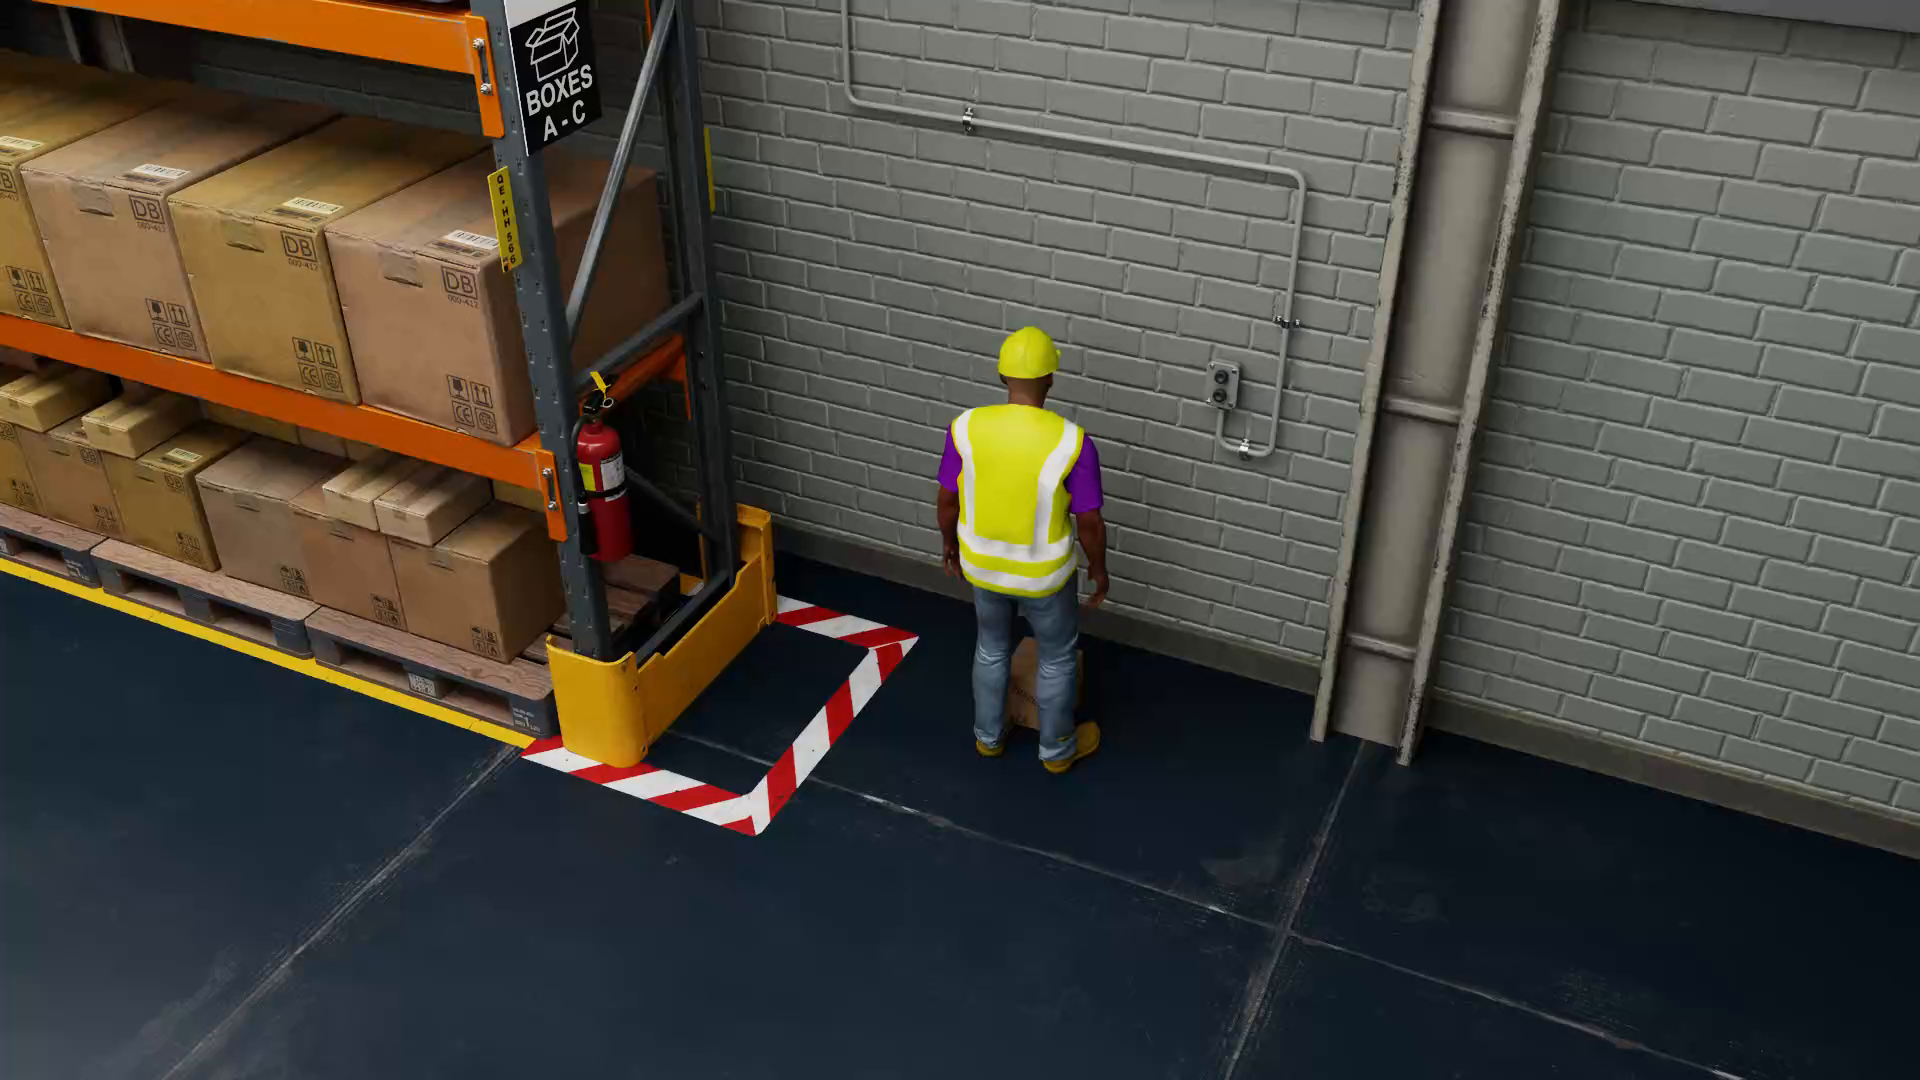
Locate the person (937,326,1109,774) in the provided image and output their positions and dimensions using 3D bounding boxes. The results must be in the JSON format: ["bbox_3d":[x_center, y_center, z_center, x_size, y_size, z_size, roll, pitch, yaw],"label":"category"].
[{"bbox_3d":[0.231,0.063,6.032,0.635,1.756,0.457,12,35,18],"label":"person"}]
